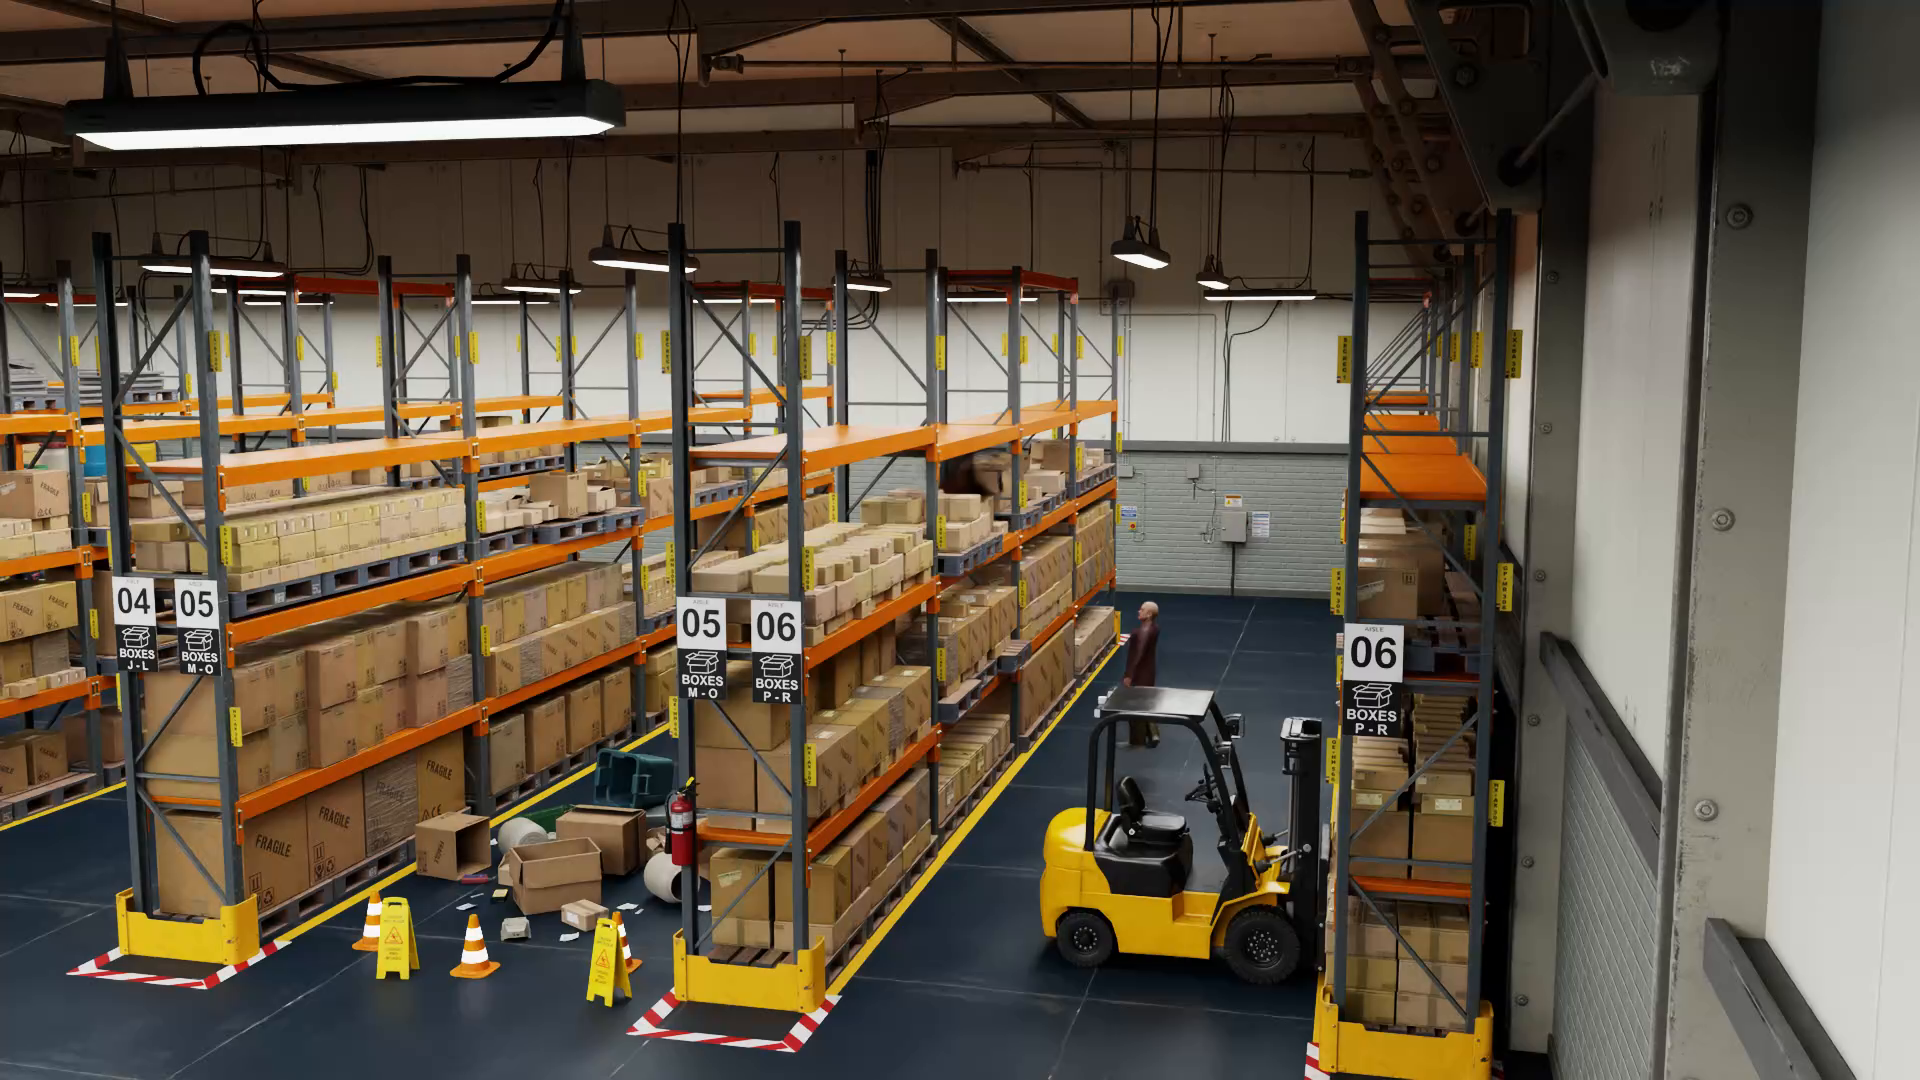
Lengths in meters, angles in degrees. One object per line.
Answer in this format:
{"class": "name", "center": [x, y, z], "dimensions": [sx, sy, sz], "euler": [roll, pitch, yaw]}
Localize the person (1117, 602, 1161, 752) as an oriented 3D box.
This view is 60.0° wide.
{"class": "person", "center": [2.108, 1.625, 19.631], "dimensions": [0.475, 1.821, 0.649], "euler": [5, 9, 37]}
